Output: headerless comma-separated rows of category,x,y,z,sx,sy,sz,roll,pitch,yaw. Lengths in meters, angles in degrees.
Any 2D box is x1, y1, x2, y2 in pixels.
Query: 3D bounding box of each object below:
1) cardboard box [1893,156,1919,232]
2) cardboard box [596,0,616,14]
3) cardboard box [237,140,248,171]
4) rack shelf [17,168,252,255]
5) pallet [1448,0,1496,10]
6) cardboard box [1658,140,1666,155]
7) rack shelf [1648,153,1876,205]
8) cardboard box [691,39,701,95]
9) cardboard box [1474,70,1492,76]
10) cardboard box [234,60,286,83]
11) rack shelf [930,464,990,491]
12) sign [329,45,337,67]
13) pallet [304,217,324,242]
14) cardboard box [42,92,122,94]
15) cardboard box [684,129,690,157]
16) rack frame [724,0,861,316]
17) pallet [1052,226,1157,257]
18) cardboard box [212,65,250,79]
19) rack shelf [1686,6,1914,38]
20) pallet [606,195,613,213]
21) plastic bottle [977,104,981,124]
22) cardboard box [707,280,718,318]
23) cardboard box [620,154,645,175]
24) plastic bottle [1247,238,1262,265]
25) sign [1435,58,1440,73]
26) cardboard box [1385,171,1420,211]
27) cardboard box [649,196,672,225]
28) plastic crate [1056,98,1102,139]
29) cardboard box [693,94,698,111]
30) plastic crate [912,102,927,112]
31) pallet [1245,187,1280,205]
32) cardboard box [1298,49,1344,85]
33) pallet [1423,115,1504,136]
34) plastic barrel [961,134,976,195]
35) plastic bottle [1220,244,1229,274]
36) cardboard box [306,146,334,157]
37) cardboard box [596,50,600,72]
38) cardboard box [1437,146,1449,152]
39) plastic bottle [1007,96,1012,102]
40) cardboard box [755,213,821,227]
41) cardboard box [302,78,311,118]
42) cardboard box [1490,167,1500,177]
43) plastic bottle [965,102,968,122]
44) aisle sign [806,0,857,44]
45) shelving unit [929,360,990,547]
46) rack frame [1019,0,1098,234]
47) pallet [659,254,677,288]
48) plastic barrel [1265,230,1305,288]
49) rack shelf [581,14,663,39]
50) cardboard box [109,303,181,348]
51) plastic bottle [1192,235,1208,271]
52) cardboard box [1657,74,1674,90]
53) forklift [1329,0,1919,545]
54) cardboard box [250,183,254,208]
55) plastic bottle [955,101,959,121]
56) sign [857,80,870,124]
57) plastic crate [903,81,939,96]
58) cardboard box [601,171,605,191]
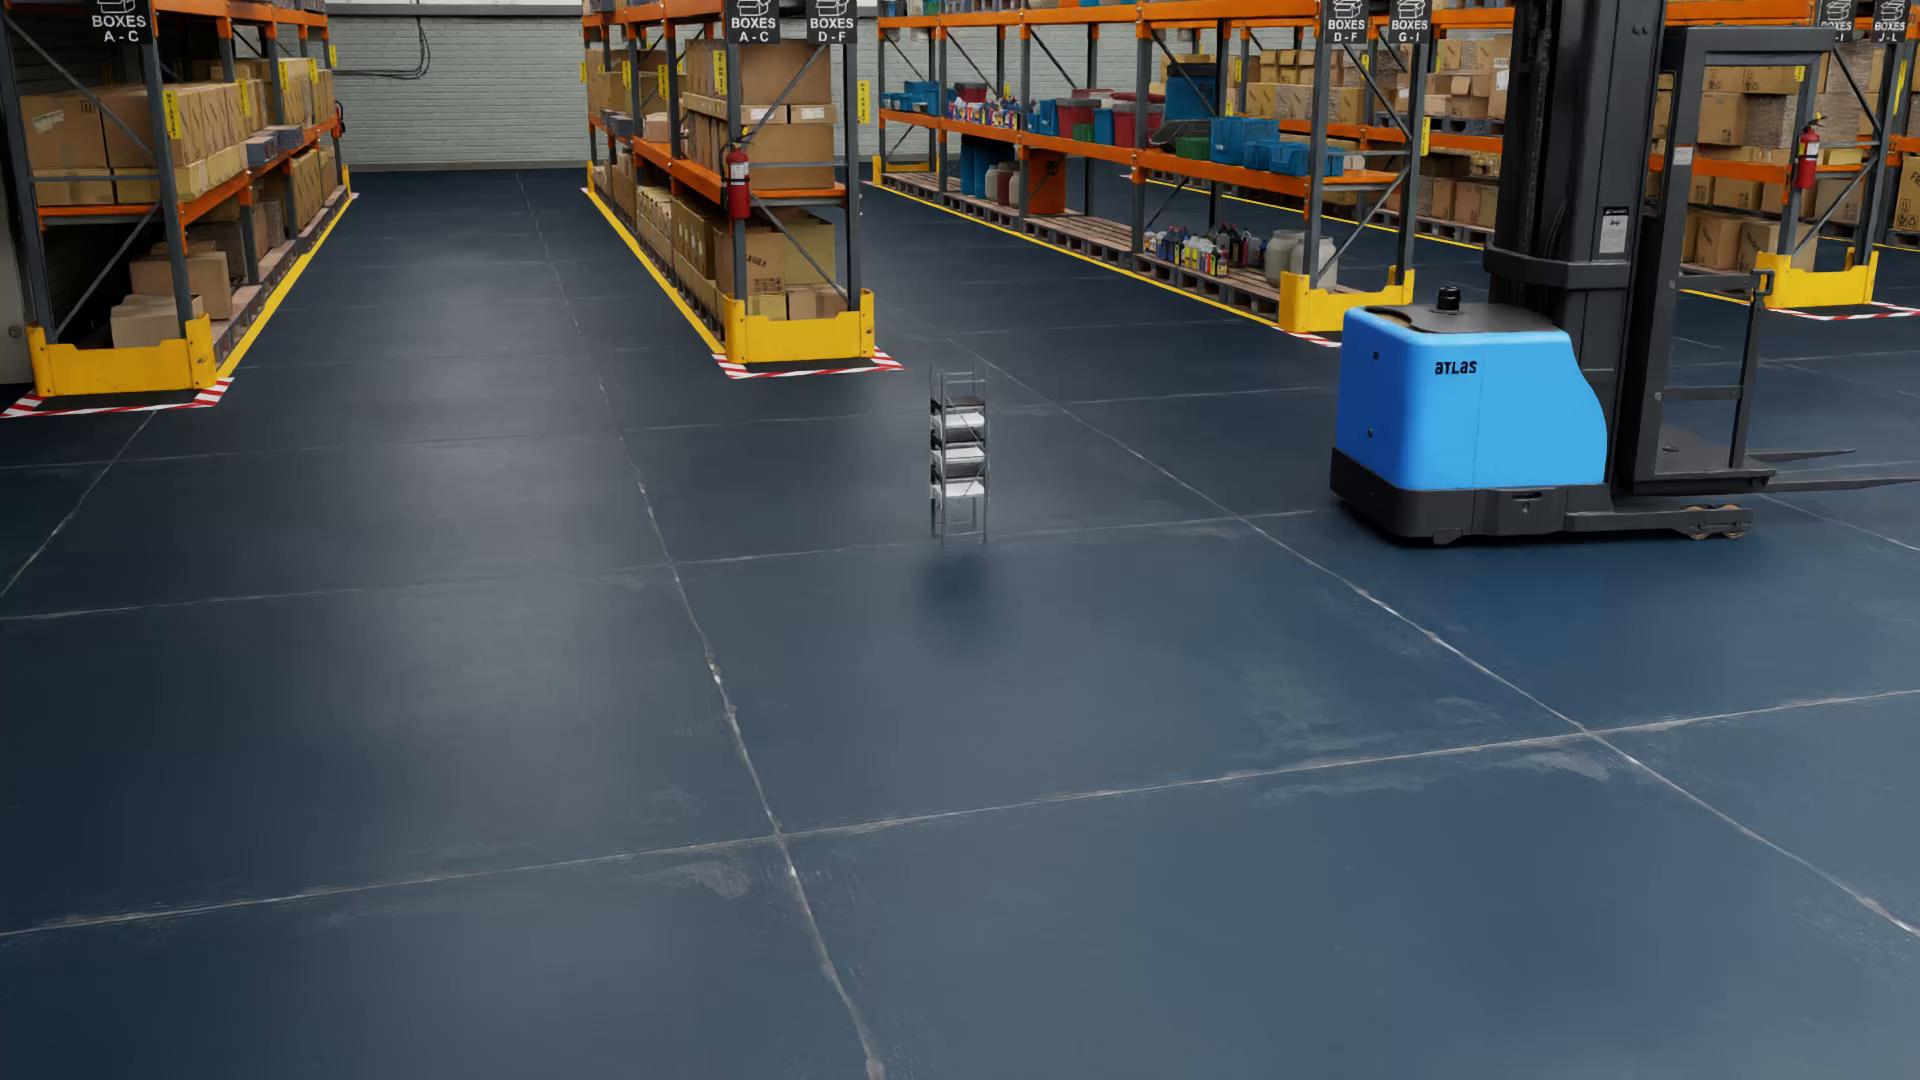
cardboard box,12.040,-4.176,20.102,0.875,0.875,0.875,-4,17,-14
cardboard box,-4.977,-7.716,23.973,0.500,0.250,0.500,-5,17,-15
cardboard box,-6.729,-3.463,14.993,0.500,0.250,0.500,-5,17,-15
rack shelf,-6.601,-2.735,13.593,1.077,0.370,4.000,-5,17,-15
pallet,6.782,-6.620,20.389,1.213,0.211,1.003,-5,17,-15
cardboard box,7.447,-4.050,17.157,0.380,0.149,0.250,-5,17,-15
rack shelf,7.687,-3.910,17.504,1.077,0.370,4.000,-5,17,-15
cardboard box,-2.121,-4.433,15.565,0.700,0.500,0.500,-5,17,-15
cardboard box,9.189,-7.830,28.614,0.500,0.500,0.500,-5,17,-17
cardboard box,-8.135,-5.452,19.359,0.500,0.250,0.500,-4,17,-14
rack shelf,-0.002,-0.315,8.366,0.258,0.077,0.200,-5,17,-15
sign,-9.923,-7.659,26.311,0.100,0.325,0.005,-5,17,-15
pallet,-8.726,-3.964,21.283,1.003,0.211,1.213,-5,17,-15
cardboard box,-6.514,-3.077,12.403,0.500,0.500,0.500,-4,17,-15
cardboard box,-2.566,-4.086,17.102,0.500,0.250,0.500,-4,17,-12
rack frame,-1.289,-2.919,12.955,1.000,3.000,0.127,-5,17,-15
pallet,1.783,-3.633,20.178,1.003,0.211,1.213,-5,17,-15
cardboard box,-8.126,-5.215,18.534,0.380,0.149,0.250,-7,18,-22
rack shelf,11.384,-6.817,21.968,1.077,0.370,4.000,-5,17,-15
pallet,-4.775,-5.093,25.039,1.003,0.211,1.213,-5,17,-15
plastic bottle,0.288,-6.027,23.528,0.097,0.271,0.097,0,17,0
cardboard box,-1.870,-2.065,14.163,0.500,0.250,0.500,-5,17,-15
cardboard box,-4.275,-5.042,22.301,0.500,0.250,0.500,-5,17,-16
plastic bottle,3.011,-2.979,17.125,0.152,0.276,0.135,-4,17,-14
sign,6.557,-6.476,22.922,0.100,0.325,0.005,-5,17,-15
cardboard box,6.241,-4.744,22.610,0.700,0.500,0.500,-6,18,-18
cardboard box,-3.194,-3.688,18.592,0.500,0.311,0.500,-5,17,-16
plastic crate,1.426,-5.082,20.044,0.402,0.464,0.583,-5,17,-15
cardboard box,-2.286,-4.081,15.523,0.380,0.149,0.250,-5,17,-16
plastic crate,-0.591,-6.989,26.859,0.293,0.136,0.466,-5,17,-15
pallet,5.223,-5.477,26.320,1.003,0.211,1.213,-5,17,-15
cardboard box,5.486,-7.011,24.661,0.797,0.503,0.637,-4,17,-13
pallet,6.621,-5.278,21.141,1.003,0.211,1.213,-5,17,-15
plastic barrel,0.310,-5.673,25.041,0.600,0.901,0.708,-5,17,-15
plastic bottle,2.607,-2.773,16.426,0.061,0.283,0.133,-5,17,-15
cardboard box,-9.878,-5.989,25.663,0.380,0.149,0.250,-4,17,-14
cardboard box,-5.118,-7.026,24.716,0.500,0.500,0.500,-5,17,-16
cardboard box,8.834,-7.077,29.990,0.380,0.149,0.250,-4,17,-14
plastic bottle,0.744,-6.377,24.552,0.144,0.351,0.185,-5,17,-15
cardboard box,-1.512,-2.604,14.652,0.500,0.500,0.500,-5,17,-15
cardboard box,-8.830,-5.797,21.812,0.500,0.500,0.500,-5,17,-15
cardboard box,9.300,-6.302,28.443,0.380,0.149,0.250,-4,17,-15
plastic bottle,0.111,-6.192,24.054,0.061,0.283,0.133,-5,17,-15
aisle sign,-0.977,-4.170,12.601,0.394,0.787,0.004,-5,17,-15
shelving unit,-0.002,-0.433,8.330,0.258,0.900,0.210,-5,17,-15
rack frame,1.276,-5.522,21.622,1.000,3.000,0.127,-5,17,-15
pallet,-2.629,-2.891,17.708,1.003,0.211,1.213,-5,17,-15
plastic barrel,3.082,-2.634,15.600,0.421,0.512,0.421,0,17,0
rack shelf,-5.137,-7.883,25.519,1.077,0.370,4.000,-5,17,-15
cardboard box,-6.155,-1.648,12.632,0.500,0.311,0.500,-7,18,-22
plastic bottle,2.418,-2.881,16.667,0.144,0.351,0.185,-4,17,-13
cardboard box,7.440,-4.918,17.182,0.500,0.500,0.500,-5,17,-15
forklift,3.592,-1.555,8.534,3.031,2.935,1.130,-2,17,-8
cardboard box,-7.759,-3.612,17.540,0.500,0.250,0.500,-5,17,-16
plastic bottle,-0.020,-6.338,24.560,0.097,0.271,0.097,0,17,0
sign,-0.754,-3.414,12.960,0.100,0.325,0.005,-5,17,-15
plastic crate,-0.651,-7.703,28.716,0.616,0.435,0.499,-5,17,-15
cardboard box,-5.223,-5.504,25.469,0.500,0.311,0.500,-5,17,-15
